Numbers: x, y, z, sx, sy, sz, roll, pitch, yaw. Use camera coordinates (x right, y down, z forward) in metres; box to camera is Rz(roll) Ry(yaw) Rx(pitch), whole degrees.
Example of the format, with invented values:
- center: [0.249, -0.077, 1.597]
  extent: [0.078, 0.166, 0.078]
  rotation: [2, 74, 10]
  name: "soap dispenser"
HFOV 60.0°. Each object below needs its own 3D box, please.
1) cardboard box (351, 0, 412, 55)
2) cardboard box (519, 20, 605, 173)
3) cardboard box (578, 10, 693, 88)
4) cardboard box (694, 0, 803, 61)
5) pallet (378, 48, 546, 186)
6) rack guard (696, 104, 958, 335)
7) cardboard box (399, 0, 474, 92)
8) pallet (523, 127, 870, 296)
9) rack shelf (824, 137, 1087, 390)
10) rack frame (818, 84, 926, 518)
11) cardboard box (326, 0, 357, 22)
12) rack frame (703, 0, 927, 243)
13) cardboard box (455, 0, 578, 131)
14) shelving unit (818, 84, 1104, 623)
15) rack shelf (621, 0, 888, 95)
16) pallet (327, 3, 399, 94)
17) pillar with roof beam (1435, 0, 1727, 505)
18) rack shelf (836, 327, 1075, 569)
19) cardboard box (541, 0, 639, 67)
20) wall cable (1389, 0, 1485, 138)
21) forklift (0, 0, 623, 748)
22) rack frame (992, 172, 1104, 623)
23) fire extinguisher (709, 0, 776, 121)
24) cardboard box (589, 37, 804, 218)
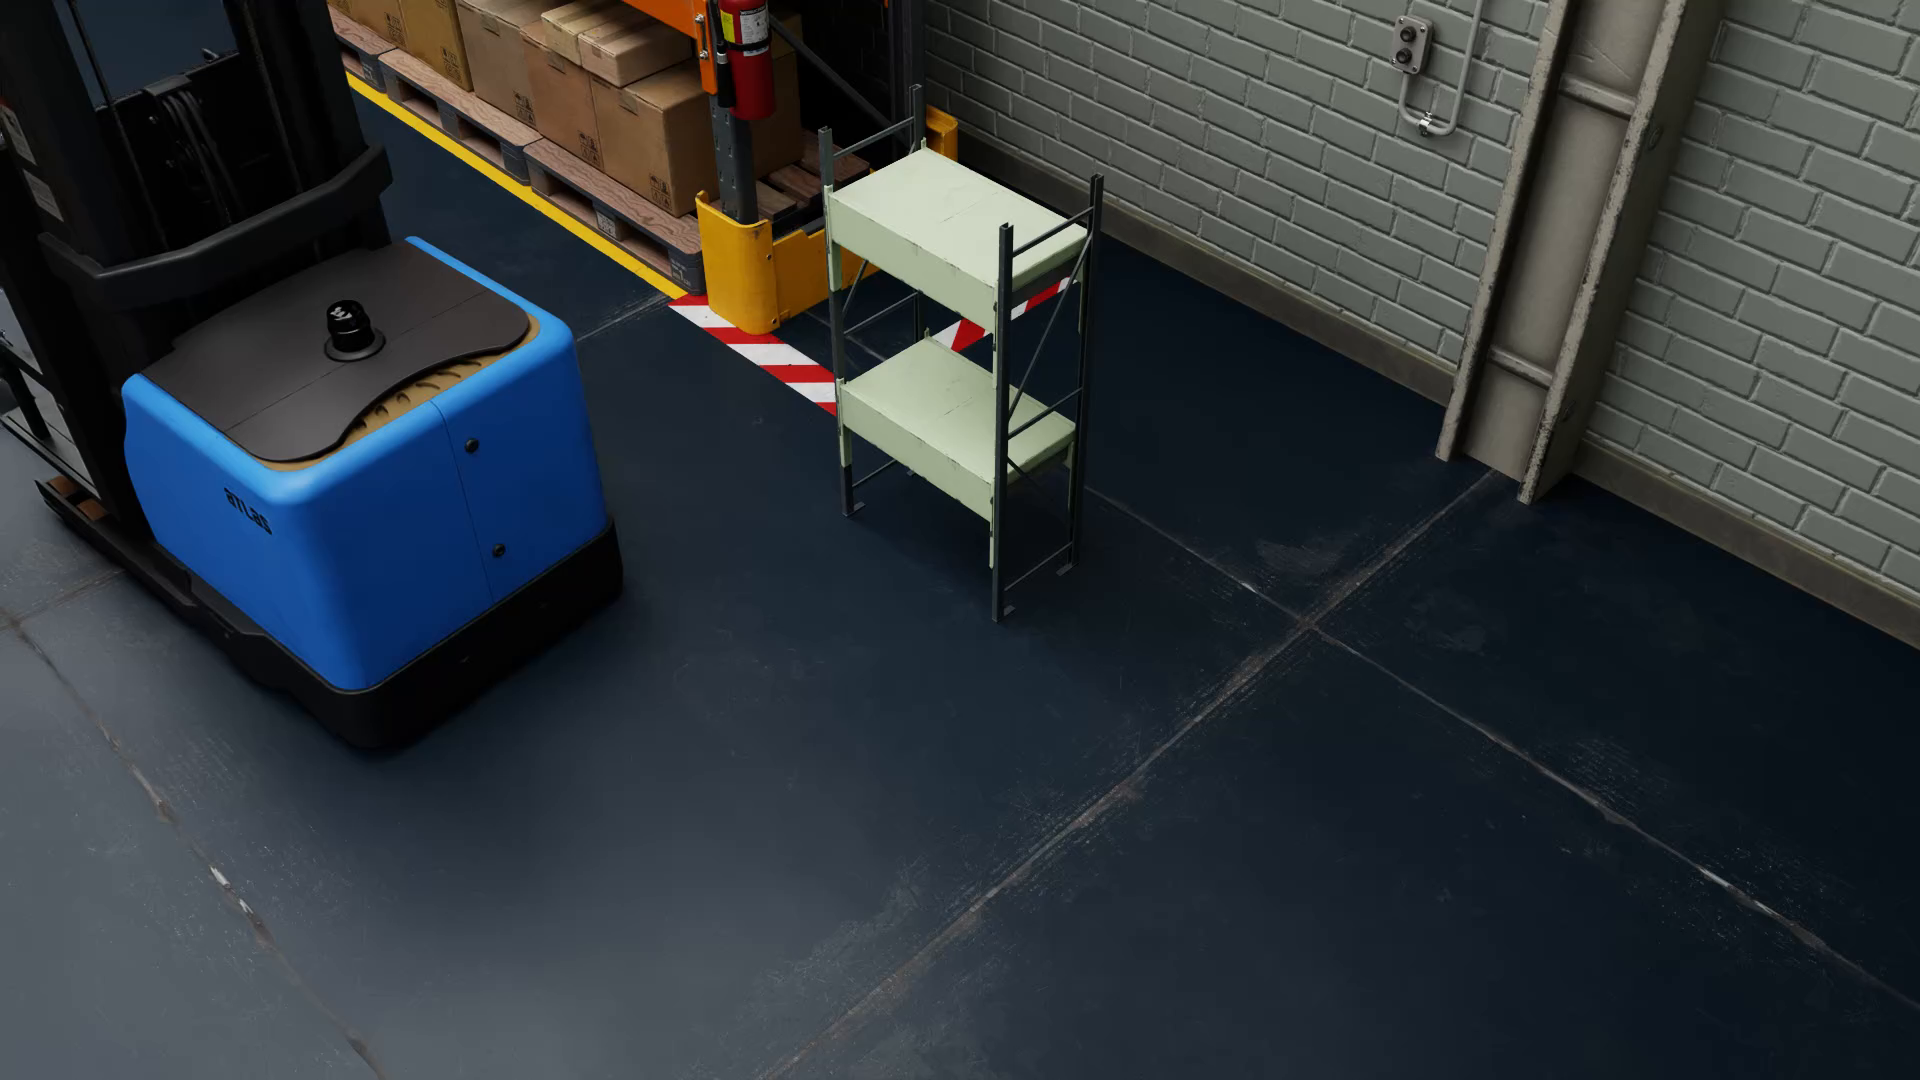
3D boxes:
- center: [-2.552, -2.781, 8.081]
  extent: [0.500, 0.500, 0.700]
  rotation: [34, 52, 31]
  name: "cardboard box"
- center: [-1.453, -2.039, 7.279]
  extent: [0.500, 0.500, 0.700]
  rotation: [34, 53, 31]
  name: "cardboard box"
- center: [-1.320, -2.011, 6.771]
  extent: [0.250, 0.149, 0.380]
  rotation: [34, 52, 31]
  name: "cardboard box"
- center: [-0.870, -2.072, 6.837]
  extent: [0.380, 0.149, 0.250]
  rotation: [-34, 52, -31]
  name: "cardboard box"
- center: [-2.012, -2.182, 7.956]
  extent: [1.003, 0.211, 1.213]
  rotation: [-34, 53, -31]
  name: "pallet"
- center: [-0.518, -1.344, 6.836]
  extent: [1.175, 0.500, 0.348]
  rotation: [-34, 53, -31]
  name: "rack guard"
- center: [-2.191, -2.533, 7.813]
  extent: [0.700, 0.500, 0.500]
  rotation: [-33, 52, -30]
  name: "cardboard box"
- center: [-1.155, -1.596, 7.322]
  extent: [1.003, 0.211, 1.213]
  rotation: [-34, 53, -31]
  name: "pallet"
- center: [-0.005, -0.841, 4.980]
  extent: [0.431, 0.370, 0.720]
  rotation: [-34, 53, -31]
  name: "rack shelf"
- center: [-0.263, -0.730, 5.435]
  extent: [0.400, 1.500, 0.023]
  rotation: [-34, 53, -31]
  name: "rack frame"
- center: [-2.904, -3.024, 8.344]
  extent: [0.700, 0.500, 0.500]
  rotation: [-33, 52, -31]
  name: "cardboard box"
- center: [-0.535, -2.274, 6.000]
  extent: [1.000, 3.000, 0.127]
  rotation: [-34, 53, -31]
  name: "rack frame"
- center: [-1.809, -2.280, 7.540]
  extent: [0.500, 0.500, 0.700]
  rotation: [32, 52, 30]
  name: "cardboard box"
- center: [-0.005, -0.554, 5.244]
  extent: [0.431, 1.500, 0.755]
  rotation: [-34, 53, -31]
  name: "shelving unit"
- center: [-1.947, -2.971, 7.285]
  extent: [1.077, 0.370, 4.000]
  rotation: [-34, 53, -31]
  name: "rack shelf"
- center: [-2.878, -2.769, 8.591]
  extent: [1.003, 0.211, 1.213]
  rotation: [-34, 53, -31]
  name: "pallet"
- center: [-1.064, -1.531, 0.776]
  extent: [9.100, 9.000, 0.400]
  rotation: [-34, 53, -31]
  name: "pillar with roof beam"
- center: [-0.005, -0.315, 5.466]
  extent: [0.431, 0.370, 0.720]
  rotation: [-34, 53, -31]
  name: "rack shelf"
- center: [-1.501, -2.133, 6.903]
  extent: [0.380, 0.149, 0.250]
  rotation: [-33, 52, -30]
  name: "cardboard box"
- center: [1.039, -2.485, 5.480]
  extent: [0.084, 1.984, 1.851]
  rotation: [-34, 53, -31]
  name: "wall cable"
- center: [-2.571, -1.307, 5.005]
  extent: [3.031, 2.935, 1.130]
  rotation: [30, 50, 28]
  name: "forklift"
- center: [0.254, -0.378, 5.054]
  extent: [0.400, 1.500, 0.023]
  rotation: [-34, 53, -31]
  name: "rack frame"
- center: [-0.755, -1.815, 5.836]
  extent: [0.296, 0.674, 0.183]
  rotation: [-34, 53, -31]
  name: "fire extinguisher"
- center: [-1.100, -1.798, 7.018]
  extent: [0.700, 0.500, 0.500]
  rotation: [-34, 53, -31]
  name: "cardboard box"
